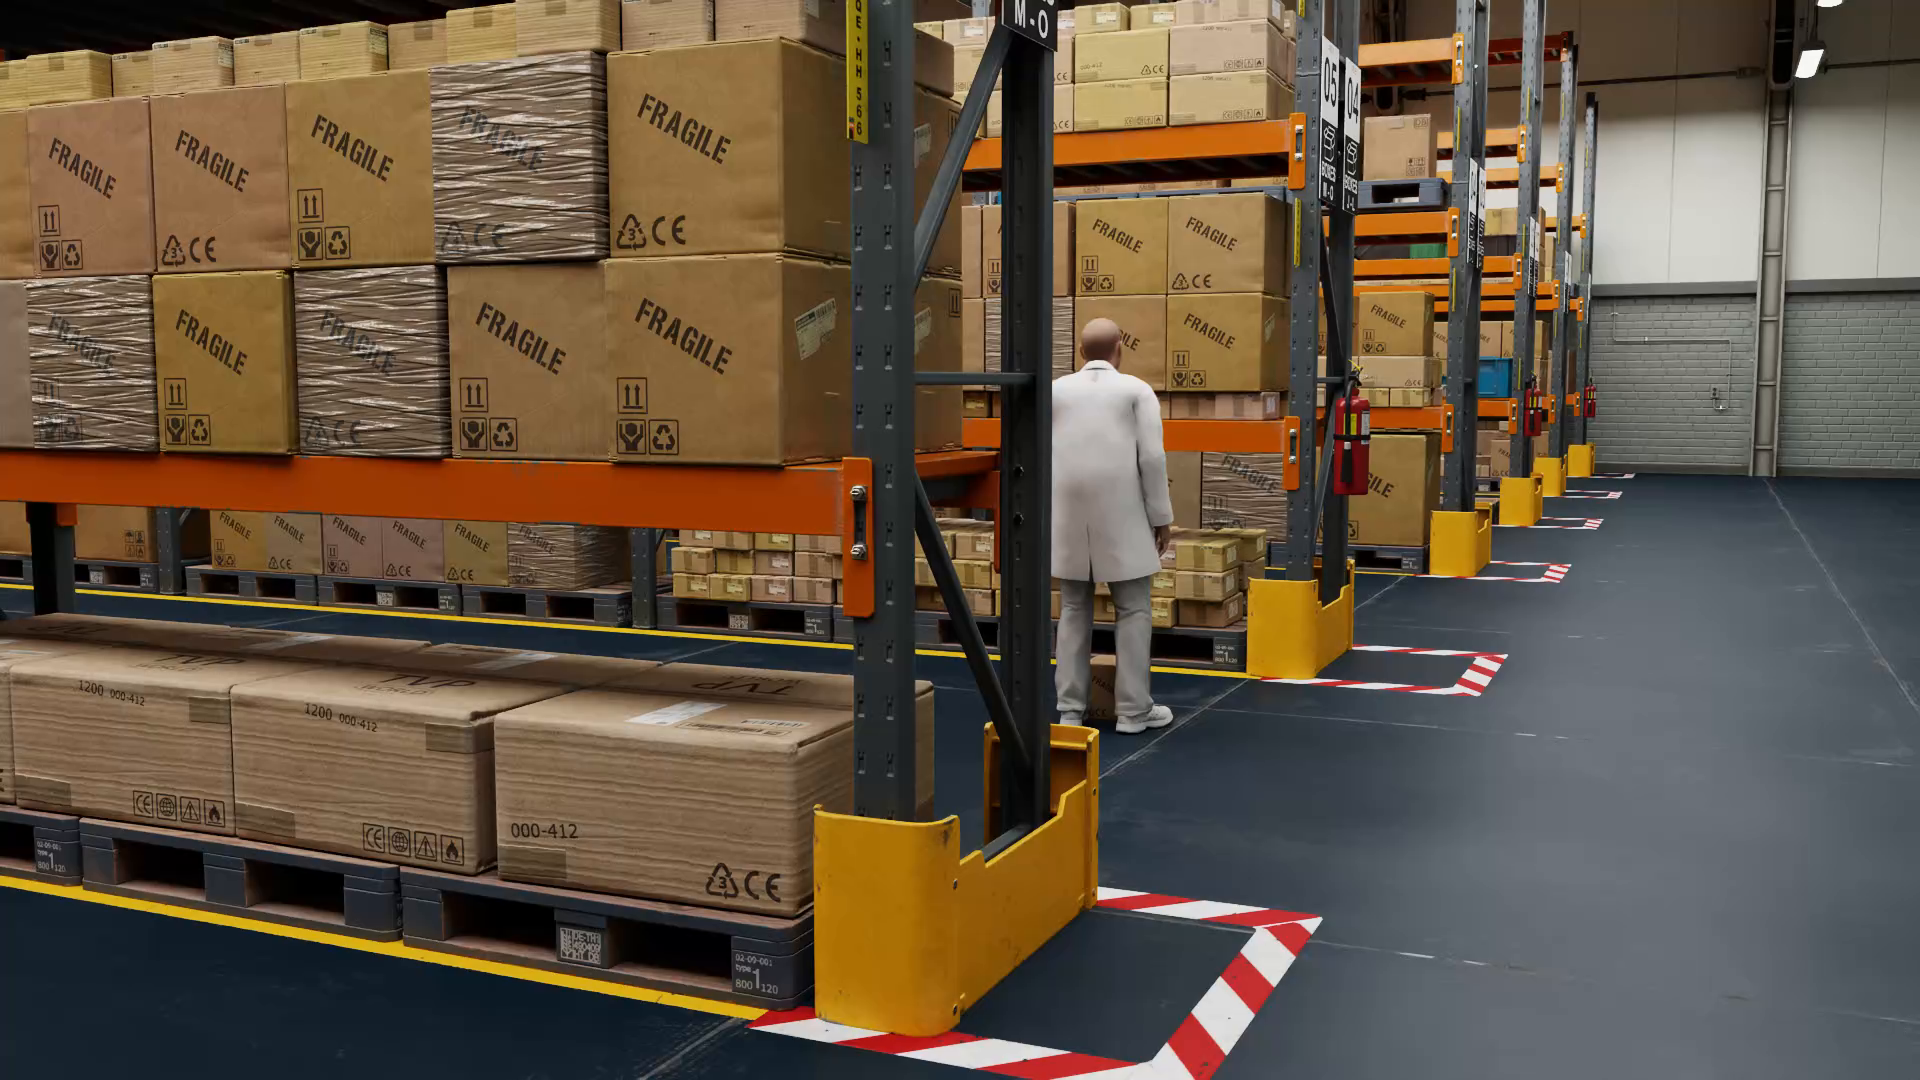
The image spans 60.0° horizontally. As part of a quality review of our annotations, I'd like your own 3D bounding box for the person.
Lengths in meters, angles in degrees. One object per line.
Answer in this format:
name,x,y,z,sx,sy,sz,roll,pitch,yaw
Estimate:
person,-2.726,-0.812,15.002,12.979,1.774,12.155,2,6,23
